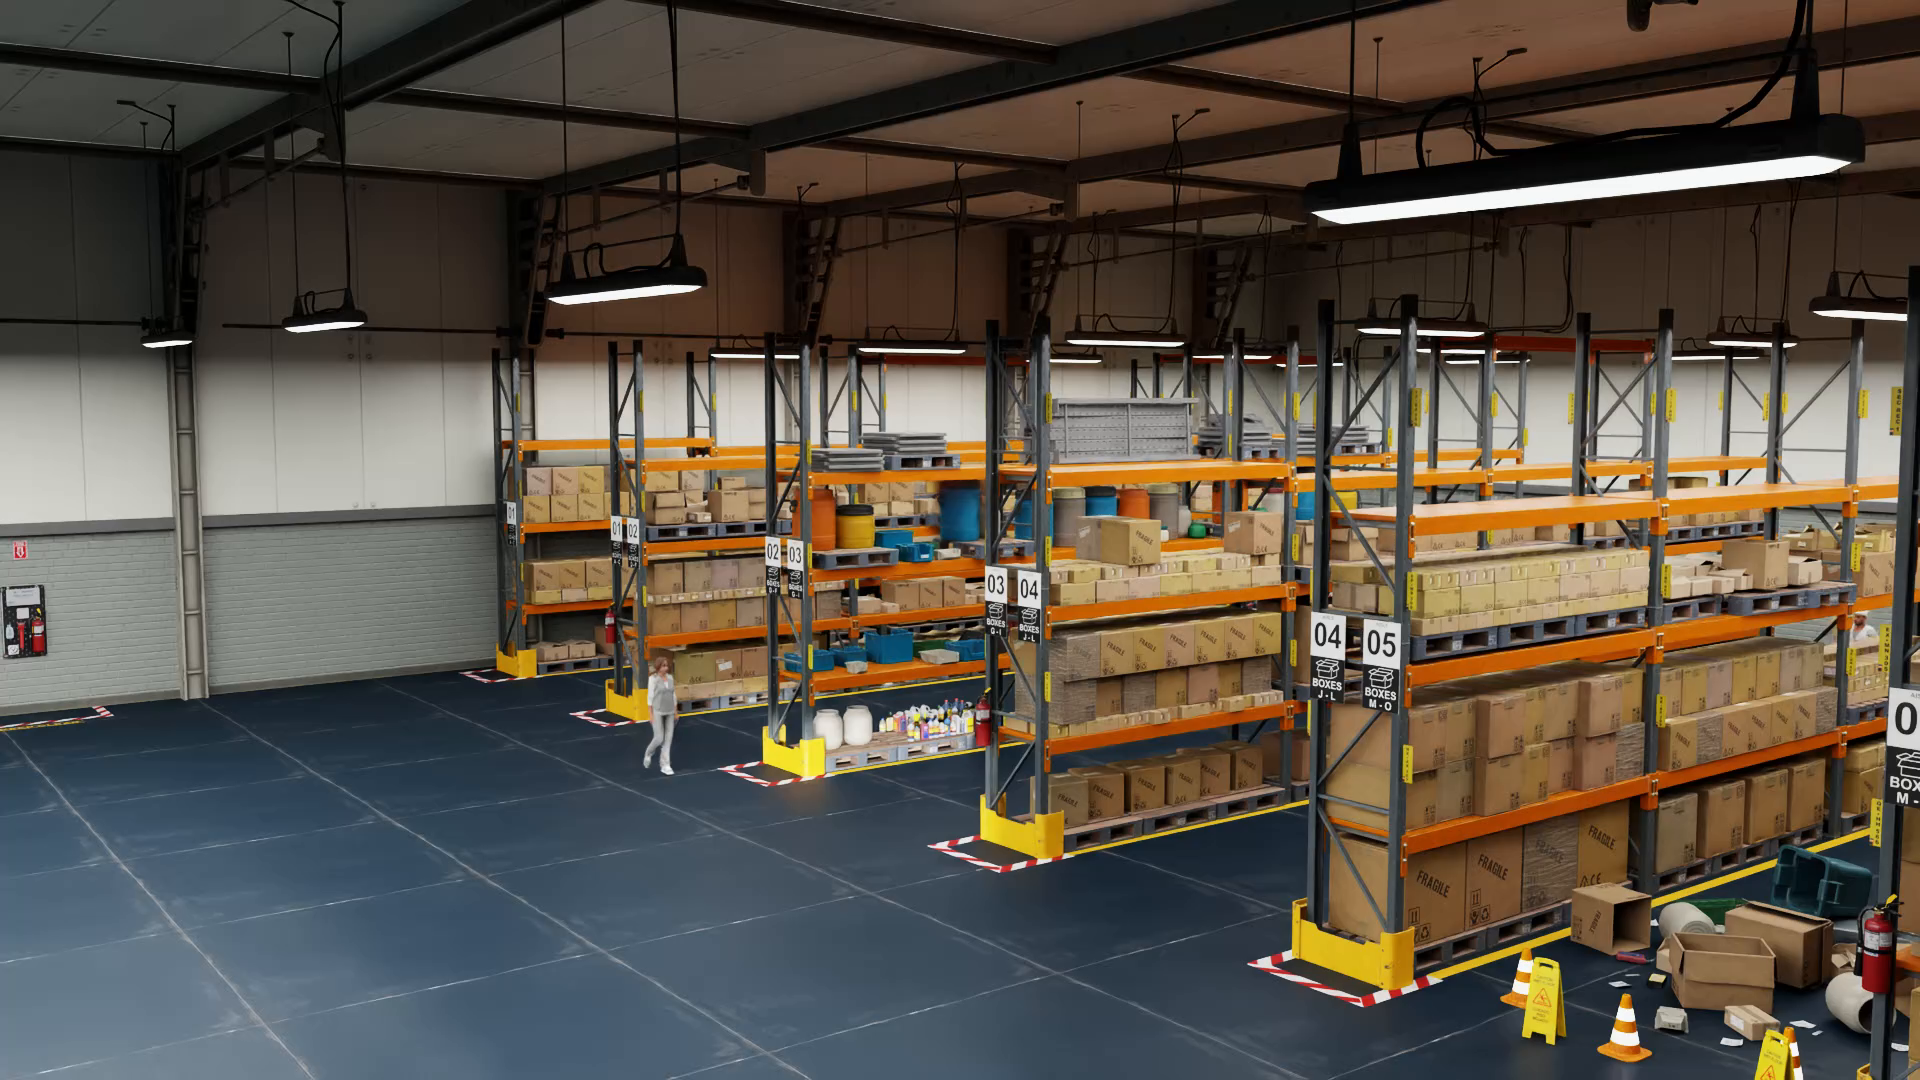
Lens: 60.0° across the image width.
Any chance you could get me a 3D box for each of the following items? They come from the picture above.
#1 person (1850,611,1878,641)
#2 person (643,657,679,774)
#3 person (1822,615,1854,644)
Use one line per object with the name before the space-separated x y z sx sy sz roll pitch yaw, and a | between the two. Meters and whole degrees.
person | 14.286 1.942 26.510 1.034 1.725 0.592 -4 6 -37
person | -4.060 2.371 22.581 0.428 1.596 0.471 -5 7 -42
person | 15.904 1.704 30.041 1.096 1.609 0.460 0 5 -4
